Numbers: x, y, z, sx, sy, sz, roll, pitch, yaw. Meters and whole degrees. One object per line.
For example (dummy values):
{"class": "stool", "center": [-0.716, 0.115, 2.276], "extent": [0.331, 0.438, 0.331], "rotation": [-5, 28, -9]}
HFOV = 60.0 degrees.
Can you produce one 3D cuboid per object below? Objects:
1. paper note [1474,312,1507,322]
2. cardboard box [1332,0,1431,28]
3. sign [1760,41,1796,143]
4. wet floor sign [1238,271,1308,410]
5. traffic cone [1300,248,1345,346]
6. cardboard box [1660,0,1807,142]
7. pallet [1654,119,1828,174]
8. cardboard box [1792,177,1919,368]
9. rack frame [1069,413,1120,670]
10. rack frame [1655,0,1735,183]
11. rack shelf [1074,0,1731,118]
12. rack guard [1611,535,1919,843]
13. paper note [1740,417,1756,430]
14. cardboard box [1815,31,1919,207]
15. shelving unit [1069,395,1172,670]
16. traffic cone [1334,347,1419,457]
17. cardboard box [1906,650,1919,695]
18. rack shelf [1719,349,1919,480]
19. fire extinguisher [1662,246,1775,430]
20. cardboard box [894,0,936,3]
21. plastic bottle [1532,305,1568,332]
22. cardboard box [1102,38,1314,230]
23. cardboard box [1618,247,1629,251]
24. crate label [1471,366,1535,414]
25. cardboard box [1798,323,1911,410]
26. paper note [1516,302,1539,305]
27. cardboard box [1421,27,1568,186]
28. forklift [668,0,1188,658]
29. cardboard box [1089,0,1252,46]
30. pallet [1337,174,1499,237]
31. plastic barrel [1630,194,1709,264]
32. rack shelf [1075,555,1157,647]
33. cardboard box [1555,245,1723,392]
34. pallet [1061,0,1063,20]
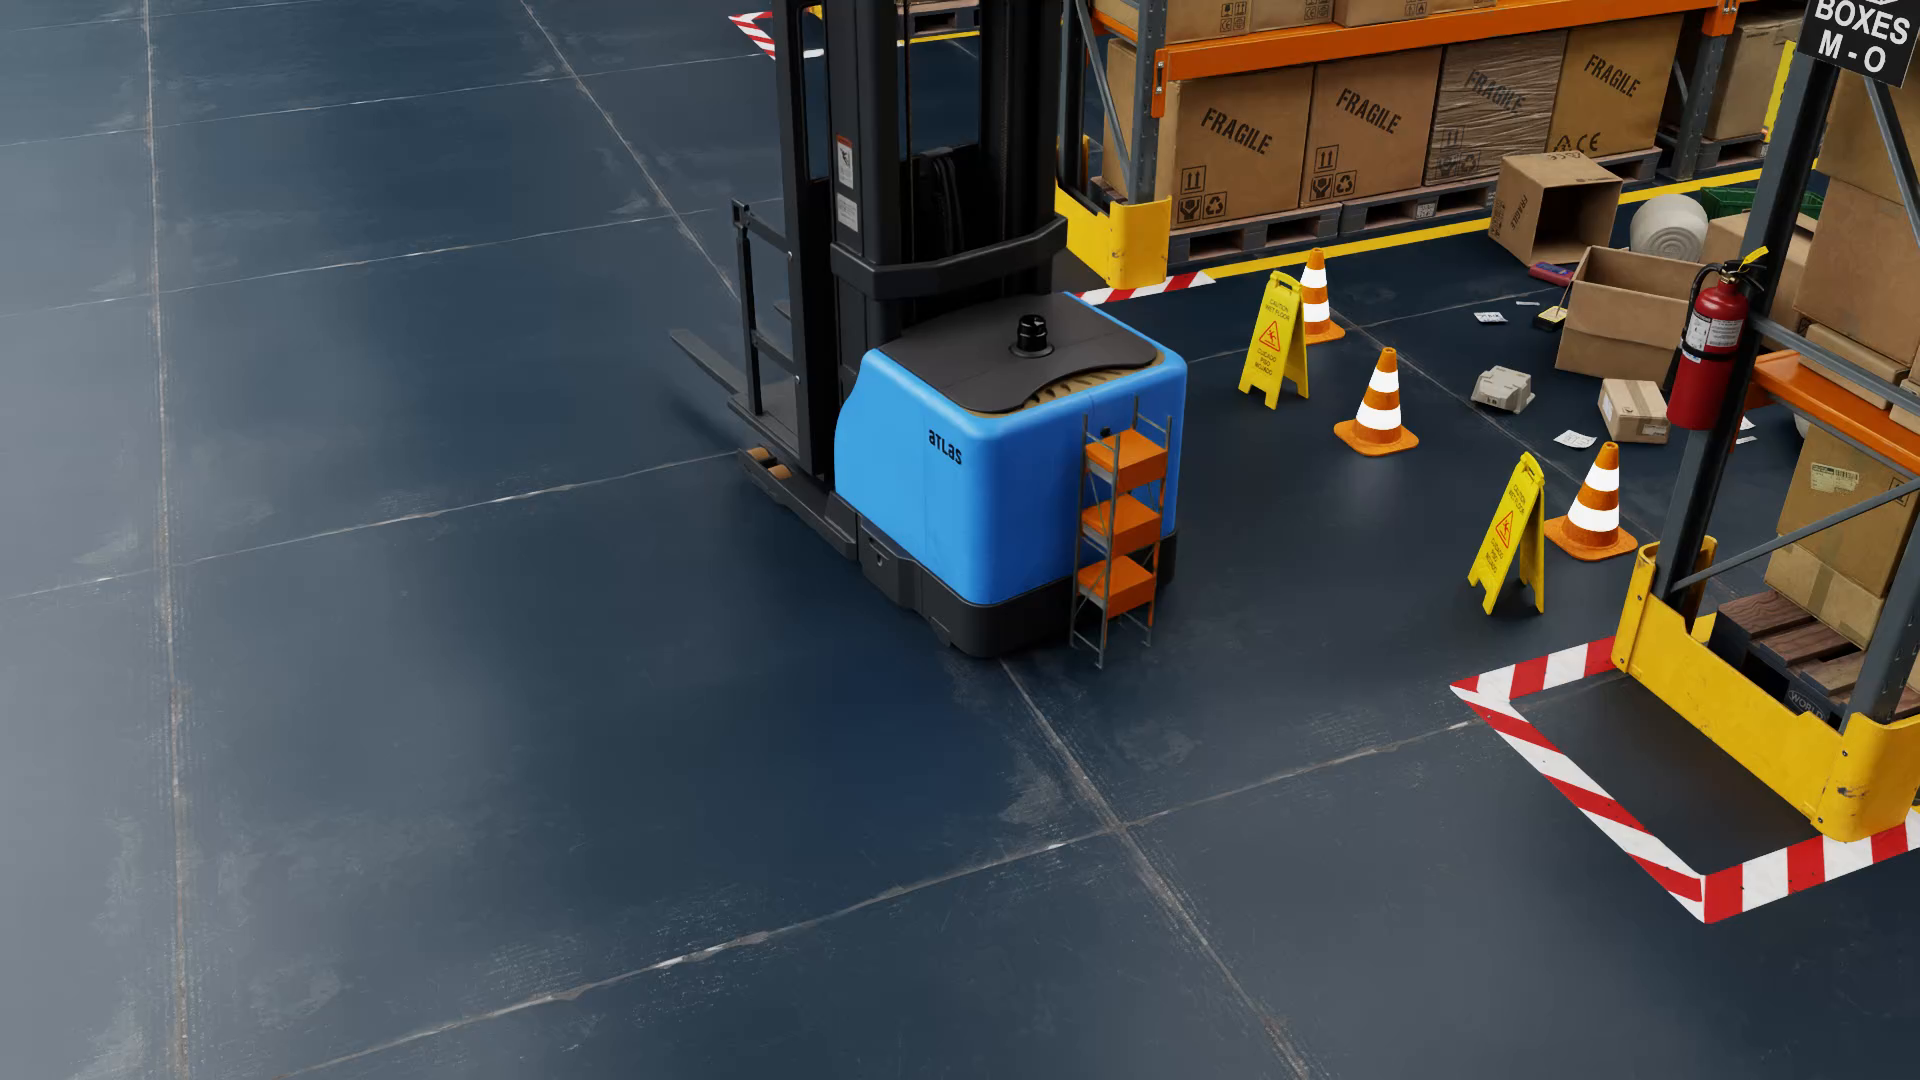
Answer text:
{"class": "paper note", "center": [2.905, -1.220, 9.099], "extent": [0.142, 0.017, 0.144], "rotation": [-2, 33, -2]}
{"class": "cardboard box", "center": [2.228, -3.343, 9.500], "extent": [0.550, 0.550, 0.875], "rotation": [-13, 35, -19]}
{"class": "sign", "center": [2.653, -1.430, 5.347], "extent": [0.005, 0.325, 0.100], "rotation": [-13, 35, -19]}
{"class": "wet floor sign", "center": [1.580, -1.009, 8.208], "extent": [0.232, 0.644, 0.267], "rotation": [-19, 38, -27]}
{"class": "traffic cone", "center": [1.880, -1.332, 8.873], "extent": [0.334, 0.463, 0.336], "rotation": [-13, 35, -19]}
{"class": "cardboard box", "center": [5.066, -3.251, 11.174], "extent": [0.750, 0.750, 1.050], "rotation": [-13, 35, -19]}
{"class": "pallet", "center": [5.211, -2.874, 11.473], "extent": [1.213, 0.211, 1.003], "rotation": [-13, 35, -19]}
{"class": "cardboard box", "center": [3.243, -0.949, 5.594], "extent": [0.500, 0.500, 0.500], "rotation": [-14, 35, -20]}
{"class": "rack frame", "center": [0.501, 0.022, 6.249], "extent": [0.008, 1.050, 0.200], "rotation": [-21, 40, -29]}
{"class": "rack frame", "center": [4.528, -3.842, 10.404], "extent": [0.127, 3.000, 1.000], "rotation": [-13, 35, -19]}
{"class": "rack shelf", "center": [2.684, -3.118, 9.951], "extent": [4.000, 0.370, 1.077], "rotation": [-13, 35, -19]}
{"class": "rack guard", "center": [2.920, 0.502, 6.020], "extent": [0.348, 0.500, 1.175], "rotation": [-13, 35, -19]}
{"class": "paper note", "center": [3.792, -0.585, 8.131], "extent": [0.142, 0.019, 0.148], "rotation": [-2, 33, -2]}
{"class": "cardboard box", "center": [3.236, -1.333, 5.267], "extent": [0.500, 0.500, 0.700], "rotation": [-14, 35, -20]}
{"class": "shelving unit", "center": [0.600, -0.017, 6.309], "extent": [0.252, 1.050, 0.215], "rotation": [-21, 40, -29]}
{"class": "traffic cone", "center": [2.003, -0.692, 7.889], "extent": [0.334, 0.463, 0.336], "rotation": [-13, 35, -19]}
{"class": "cardboard box", "center": [3.700, 0.416, 5.997], "extent": [0.500, 0.250, 0.500], "rotation": [-13, 35, -19]}
{"class": "rack shelf", "center": [4.694, -0.650, 6.158], "extent": [4.000, 0.370, 1.077], "rotation": [-13, 35, -19]}
{"class": "fire extinguisher", "center": [2.566, -0.705, 5.653], "extent": [0.183, 0.674, 0.296], "rotation": [-13, 35, -19]}
{"class": "cardboard box", "center": [-0.405, -4.764, 13.729], "extent": [0.500, 0.500, 0.500], "rotation": [-7, 34, -10]}
{"class": "plastic bottle", "center": [3.252, -1.217, 9.064], "extent": [0.283, 0.061, 0.133], "rotation": [-27, 42, -35]}
{"class": "cardboard box", "center": [1.440, -2.459, 9.842], "extent": [0.875, 0.875, 0.875], "rotation": [-13, 35, -19]}
{"class": "cardboard box", "center": [3.656, -1.407, 9.168], "extent": [0.258, 0.266, 0.396], "rotation": [-7, 34, -11]}
{"class": "crate label", "center": [2.704, -0.753, 8.281], "extent": [0.250, 0.136, 0.298], "rotation": [23, 39, 30]}
{"class": "cardboard box", "center": [3.112, -0.611, 5.668], "extent": [0.250, 0.149, 0.380], "rotation": [-12, 35, -17]}
{"class": "paper note", "center": [3.165, -1.318, 9.267], "extent": [0.123, 0.001, 0.032], "rotation": [4, 33, 6]}
{"class": "cardboard box", "center": [3.092, -2.837, 10.423], "extent": [0.875, 0.875, 0.875], "rotation": [-13, 35, -19]}
{"class": "forklift", "center": [-0.358, -1.533, 6.919], "extent": [1.130, 2.935, 3.031], "rotation": [-21, 38, -28]}
{"class": "cardboard box", "center": [1.165, -3.161, 9.220], "extent": [0.550, 0.550, 0.875], "rotation": [-13, 35, -19]}
{"class": "pallet", "center": [2.670, -2.292, 10.579], "extent": [1.213, 0.211, 1.003], "rotation": [-13, 35, -19]}
{"class": "plastic barrel", "center": [4.076, -1.751, 9.553], "extent": [0.421, 0.421, 0.512], "rotation": [10, 34, 14]}
{"class": "rack shelf", "center": [0.597, 0.222, 6.470], "extent": [0.240, 0.259, 0.215], "rotation": [-21, 40, -29]}
{"class": "cardboard box", "center": [3.489, -1.127, 8.521], "extent": [0.797, 0.503, 0.637], "rotation": [16, 36, 23]}
{"class": "pallet", "center": [0.969, -4.769, 14.386], "extent": [1.213, 0.211, 1.003], "rotation": [-13, 35, -19]}
